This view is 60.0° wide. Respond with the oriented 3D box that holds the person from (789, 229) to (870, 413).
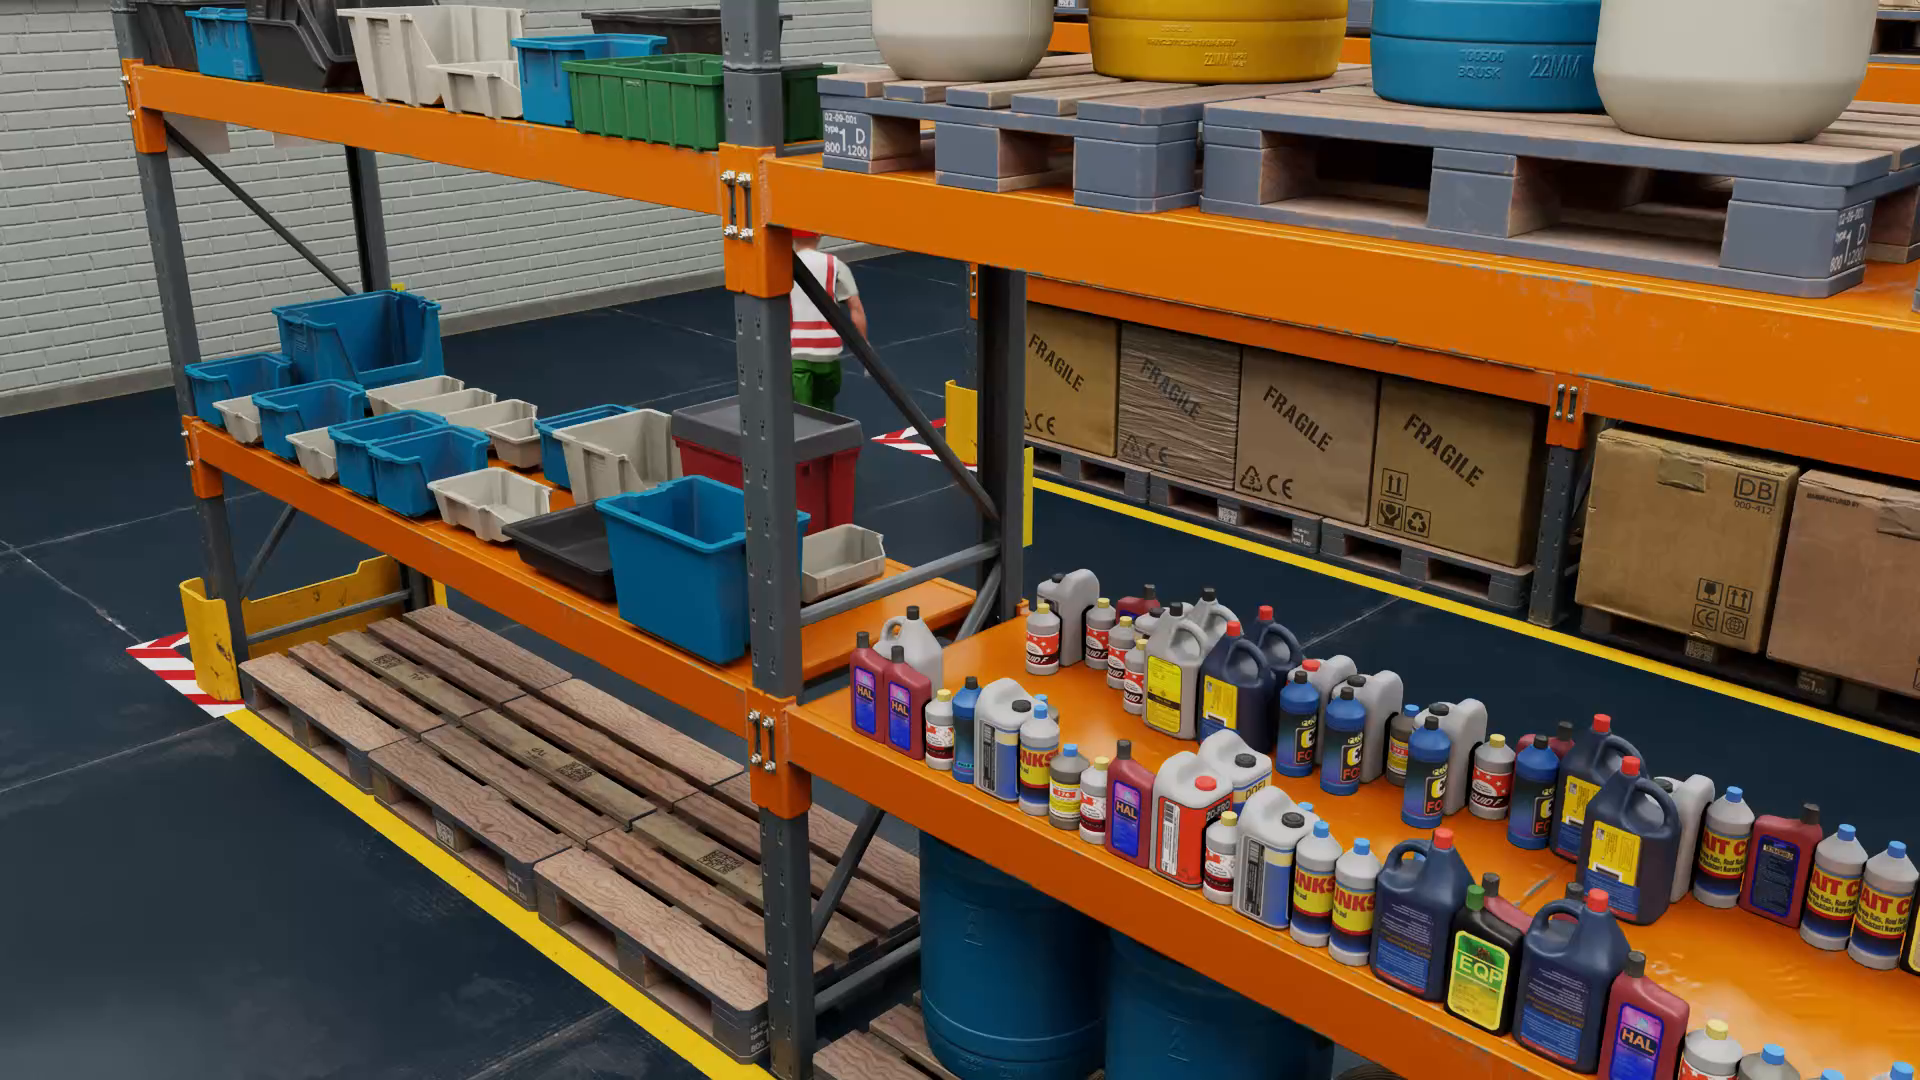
[{"bbox_3d":[-0.896,-1.167,10.213,0.666,1.741,1.071,-4,21,-11],"label":"person"}]
